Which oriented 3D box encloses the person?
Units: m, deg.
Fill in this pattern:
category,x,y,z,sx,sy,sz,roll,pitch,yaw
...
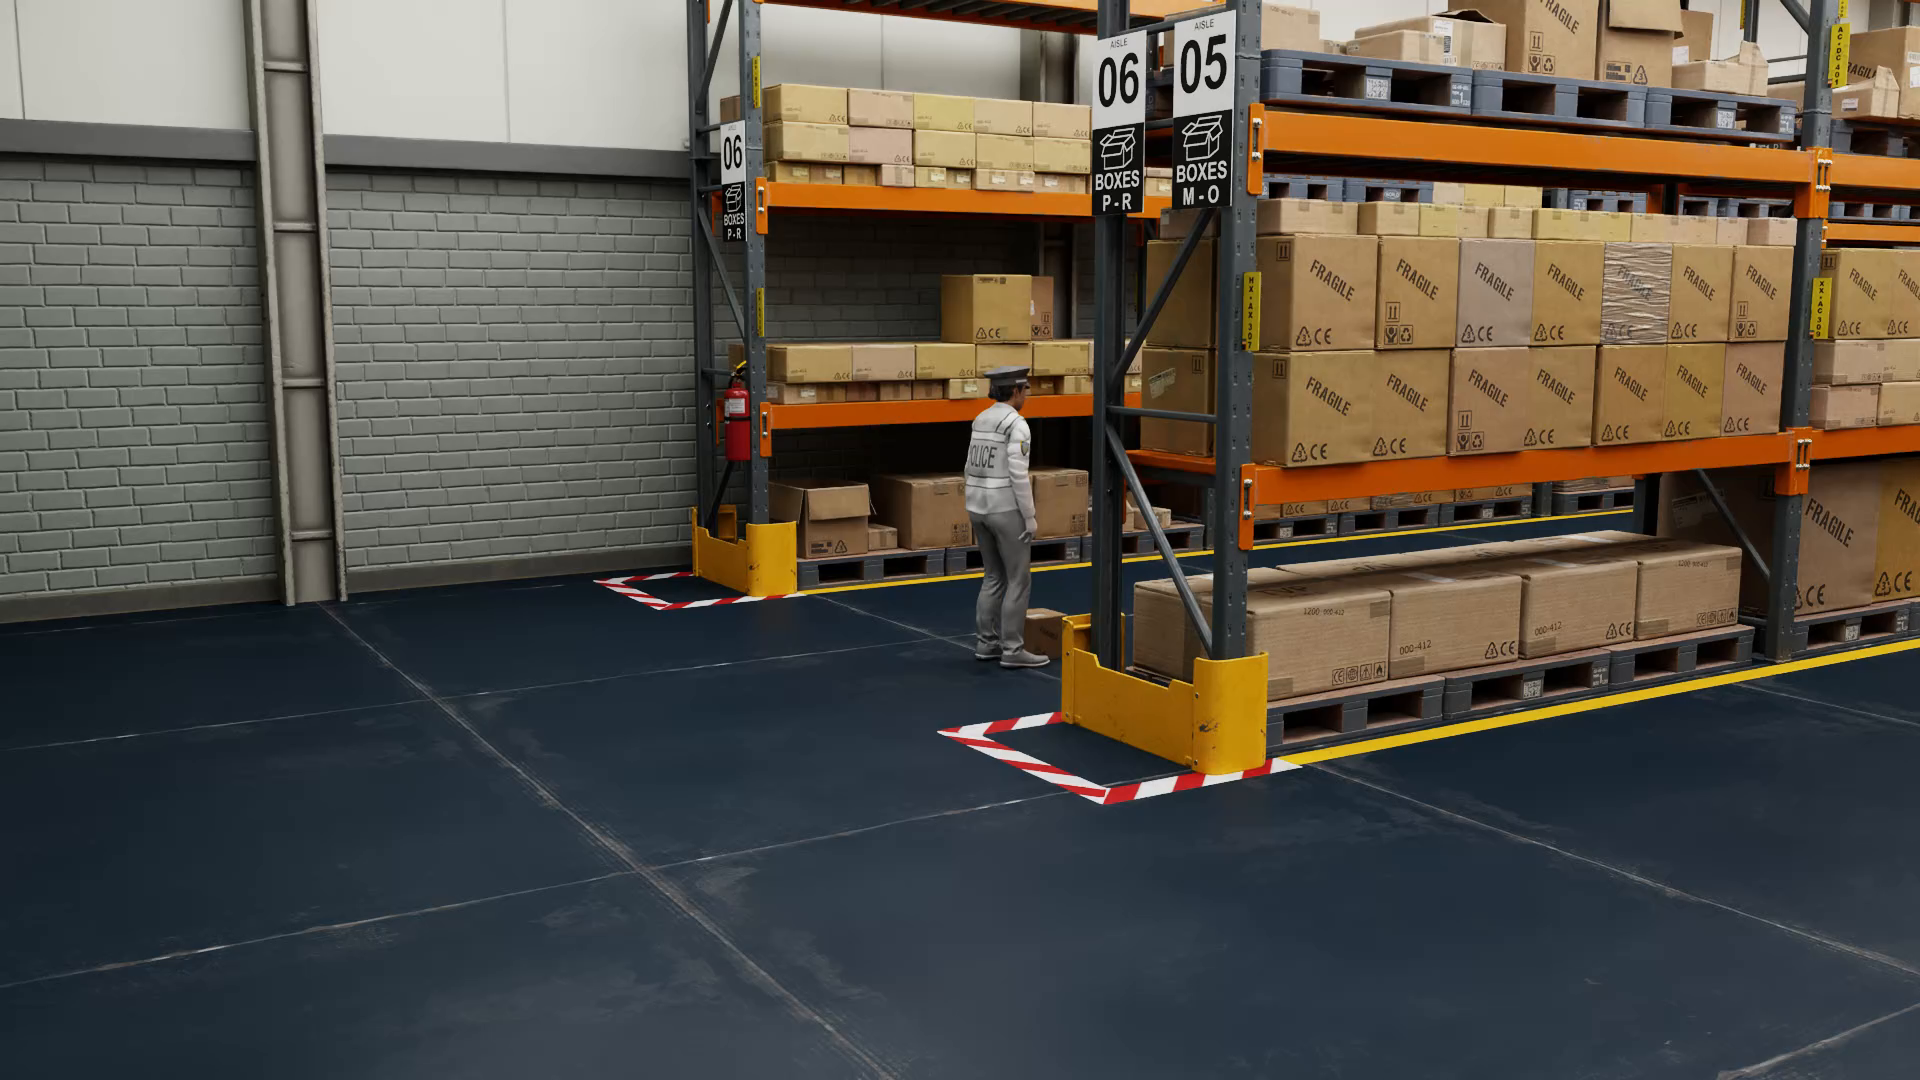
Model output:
category,x,y,z,sx,sy,sz,roll,pitch,yaw
person,0.237,-0.138,9.270,0.373,1.662,0.536,-6,10,-34
